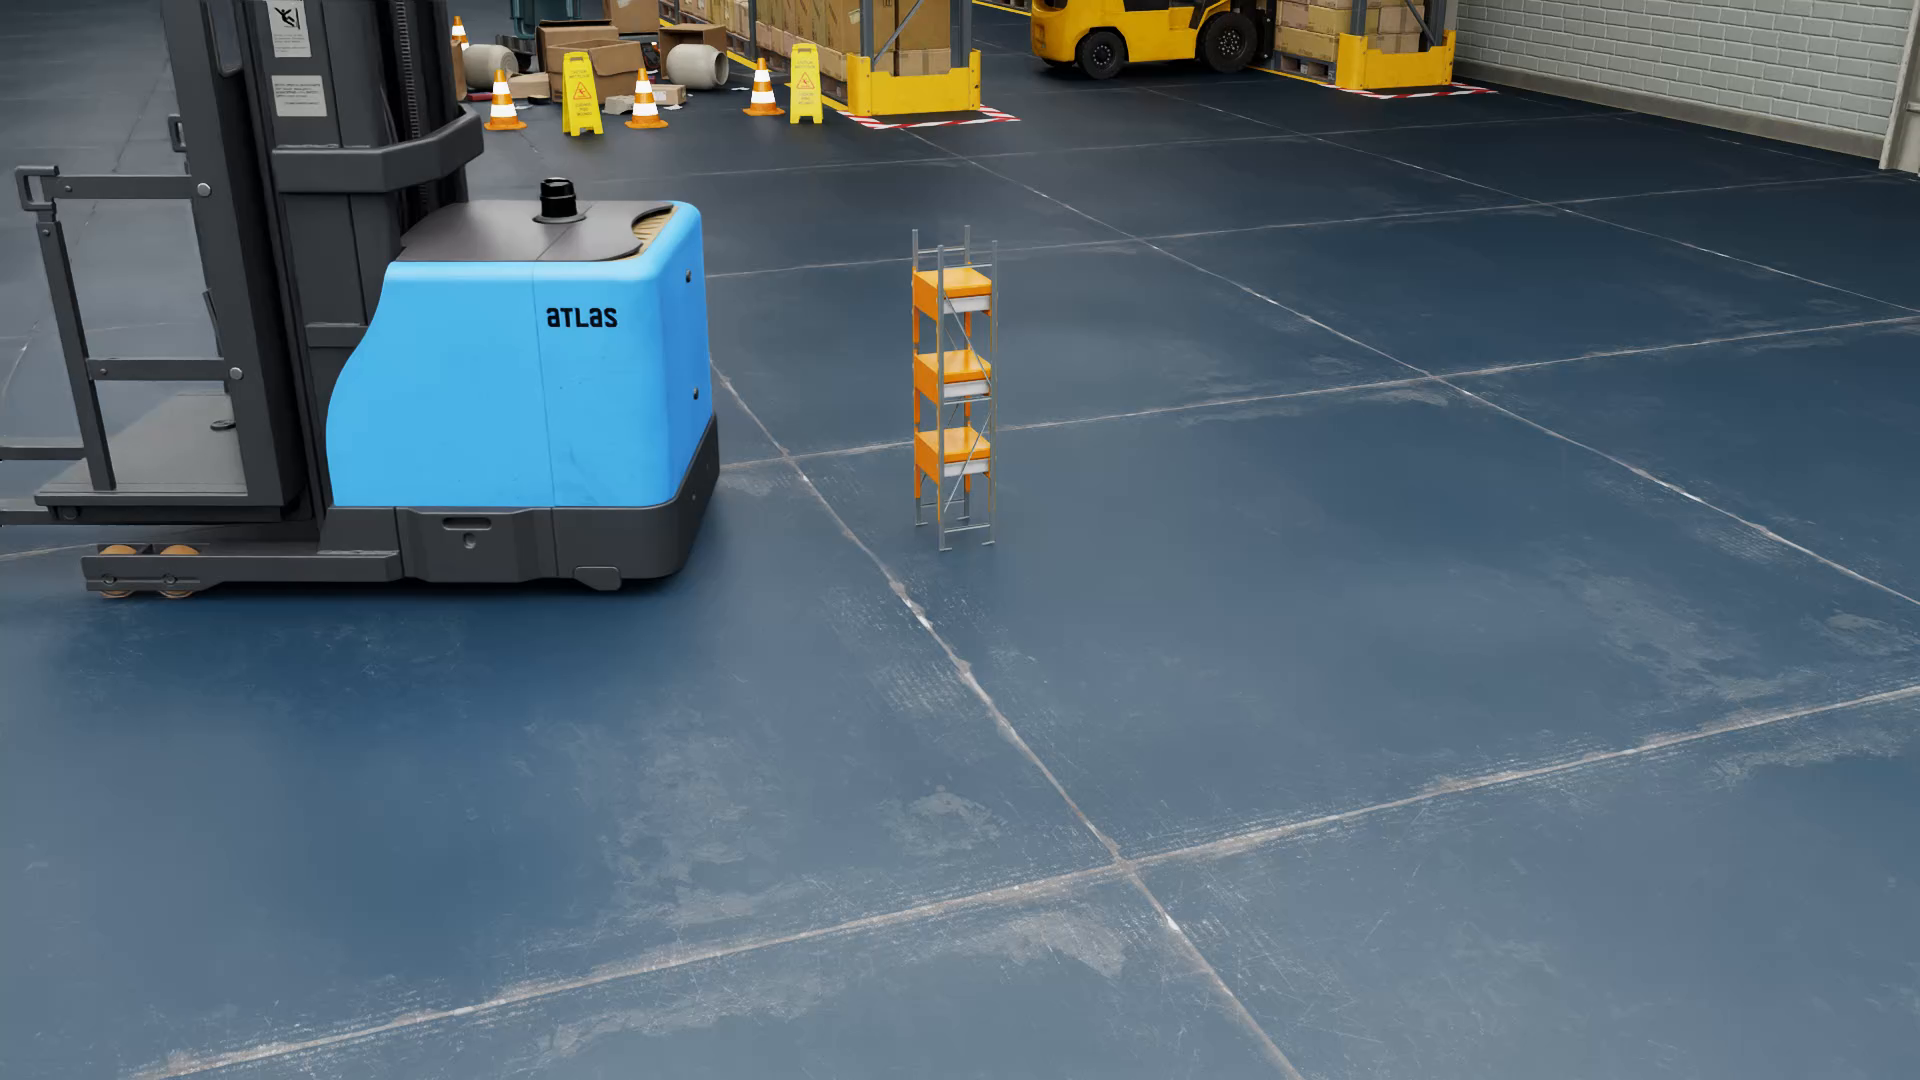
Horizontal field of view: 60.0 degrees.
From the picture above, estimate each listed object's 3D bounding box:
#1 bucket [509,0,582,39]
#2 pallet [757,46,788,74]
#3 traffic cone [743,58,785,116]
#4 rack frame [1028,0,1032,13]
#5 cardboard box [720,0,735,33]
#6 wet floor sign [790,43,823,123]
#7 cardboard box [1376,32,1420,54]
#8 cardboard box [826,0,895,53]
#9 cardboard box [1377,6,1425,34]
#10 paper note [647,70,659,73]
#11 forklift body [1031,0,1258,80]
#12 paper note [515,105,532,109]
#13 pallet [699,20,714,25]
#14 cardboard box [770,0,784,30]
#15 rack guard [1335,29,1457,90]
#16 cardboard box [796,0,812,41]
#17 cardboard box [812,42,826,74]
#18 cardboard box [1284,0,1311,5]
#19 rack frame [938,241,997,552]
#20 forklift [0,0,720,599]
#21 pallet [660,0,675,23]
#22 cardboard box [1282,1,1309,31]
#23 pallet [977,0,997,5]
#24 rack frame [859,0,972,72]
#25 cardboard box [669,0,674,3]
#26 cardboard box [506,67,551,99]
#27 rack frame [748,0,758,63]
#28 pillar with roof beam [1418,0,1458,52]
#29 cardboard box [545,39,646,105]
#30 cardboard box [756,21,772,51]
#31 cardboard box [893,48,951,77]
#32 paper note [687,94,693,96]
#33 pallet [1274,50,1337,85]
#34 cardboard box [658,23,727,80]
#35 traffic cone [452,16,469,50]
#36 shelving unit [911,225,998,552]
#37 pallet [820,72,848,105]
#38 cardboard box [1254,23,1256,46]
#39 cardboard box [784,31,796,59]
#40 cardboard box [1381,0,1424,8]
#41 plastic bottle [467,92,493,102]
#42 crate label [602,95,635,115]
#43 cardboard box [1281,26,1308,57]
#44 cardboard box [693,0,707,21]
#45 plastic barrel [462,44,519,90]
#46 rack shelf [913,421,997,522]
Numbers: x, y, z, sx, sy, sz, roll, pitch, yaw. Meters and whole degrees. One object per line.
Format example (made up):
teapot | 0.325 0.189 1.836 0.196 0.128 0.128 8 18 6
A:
bucket | -4.183 -5.392 16.938 0.726 0.611 0.620 0 13 -1
pallet | -1.522 -5.125 17.637 1.003 0.211 1.213 -8 24 -19
traffic cone | -1.738 -4.006 14.658 0.336 0.463 0.334 -8 24 -19
rack frame | 1.437 -8.785 22.730 1.000 3.000 0.127 -8 24 -19
cardboard box | -2.237 -6.082 19.162 0.950 0.372 0.625 -7 24 -16
wet floor sign | -1.313 -3.895 14.160 0.267 0.644 0.232 0 23 -1
cardboard box | 4.273 -5.010 16.773 0.500 0.250 0.500 -8 24 -19
cardboard box | -0.906 -4.723 15.127 0.500 0.500 0.500 -8 24 -19
cardboard box | 4.291 -5.234 16.662 0.500 0.250 0.500 -8 24 -18
paper note | -3.201 -4.854 17.227 0.148 0.019 0.142 -8 24 -19
forklift body | 1.886 -5.925 17.039 2.313 2.155 1.214 -8 24 -19
paper note | -3.925 -3.898 14.961 0.144 0.017 0.142 0 23 -1
pallet | -2.503 -6.090 19.928 1.003 0.211 1.213 -8 24 -19
cardboard box | -1.636 -5.476 16.915 0.500 0.500 0.500 -7 24 -17
rack guard | 4.272 -4.717 16.298 1.175 0.500 0.348 -8 24 -19
cardboard box | -1.265 -5.096 16.013 0.500 0.500 0.500 -9 24 -20
cardboard box | -1.092 -4.568 15.725 0.500 0.250 0.500 -8 24 -19
cardboard box | 3.623 -5.574 16.825 0.500 0.250 0.500 -8 24 -18
rack frame | 0.024 -0.459 5.487 0.200 1.050 0.008 -8 24 -19
forklift | -2.405 -1.370 5.226 3.031 2.935 1.130 0 23 0
pallet | -3.413 -7.114 22.357 1.003 0.211 1.213 -8 24 -19
cardboard box | 3.632 -5.352 16.943 0.500 0.250 0.500 -9 24 -20
pallet | 0.781 -8.219 24.978 1.003 0.211 1.213 -8 24 -19
rack frame | -0.379 -5.195 14.214 1.000 3.000 0.127 -8 24 -19
cardboard box | -3.372 -7.579 22.065 0.875 0.875 0.875 -9 24 -19
cardboard box | -4.057 -4.301 15.613 0.396 0.266 0.258 -4 23 -10
rack frame | -1.792 -6.649 17.663 1.000 3.000 0.127 -8 24 -19
pillar with roof beam | 0.833 -8.428 14.161 9.100 9.000 0.400 -8 24 -19
cardboard box | -3.368 -4.336 15.389 0.637 0.503 0.797 12 26 27
cardboard box | -1.836 -5.324 17.519 0.500 0.250 0.500 -10 25 -21
cardboard box | -0.405 -4.453 15.452 0.500 0.250 0.500 -9 24 -19
paper note | -2.551 -4.205 15.714 0.032 0.001 0.123 -8 24 -19
pallet | 3.954 -4.865 17.021 1.003 0.211 1.213 -8 24 -19
cardboard box | -2.687 -4.922 16.781 0.500 0.500 0.500 8 24 18
traffic cone | -5.449 -5.458 18.105 0.336 0.463 0.334 -8 24 -19
shelving unit | -0.019 -0.503 5.592 0.215 1.050 0.252 -8 24 -19
pallet | -0.660 -4.238 15.533 1.003 0.211 1.213 -8 24 -19
cardboard box | 3.262 -5.482 17.895 0.500 0.250 0.500 -8 24 -17
cardboard box | -1.447 -4.939 16.606 0.500 0.250 0.500 -9 24 -20
cardboard box | 4.270 -5.466 16.568 0.500 0.250 0.500 -9 24 -20
plastic bottle | -4.420 -4.120 15.446 0.283 0.061 0.133 -18 29 -37
crate label | -2.992 -3.857 14.724 0.298 0.136 0.250 18 29 36
cardboard box | 3.635 -5.114 17.020 0.500 0.250 0.500 -8 24 -19
cardboard box | -2.747 -6.611 20.416 0.950 0.372 0.625 -9 24 -20
plastic barrel | -4.552 -4.544 15.986 0.512 0.421 0.421 8 24 18
rack shelf | -0.019 -0.237 5.704 0.215 0.259 0.240 -8 24 -19
